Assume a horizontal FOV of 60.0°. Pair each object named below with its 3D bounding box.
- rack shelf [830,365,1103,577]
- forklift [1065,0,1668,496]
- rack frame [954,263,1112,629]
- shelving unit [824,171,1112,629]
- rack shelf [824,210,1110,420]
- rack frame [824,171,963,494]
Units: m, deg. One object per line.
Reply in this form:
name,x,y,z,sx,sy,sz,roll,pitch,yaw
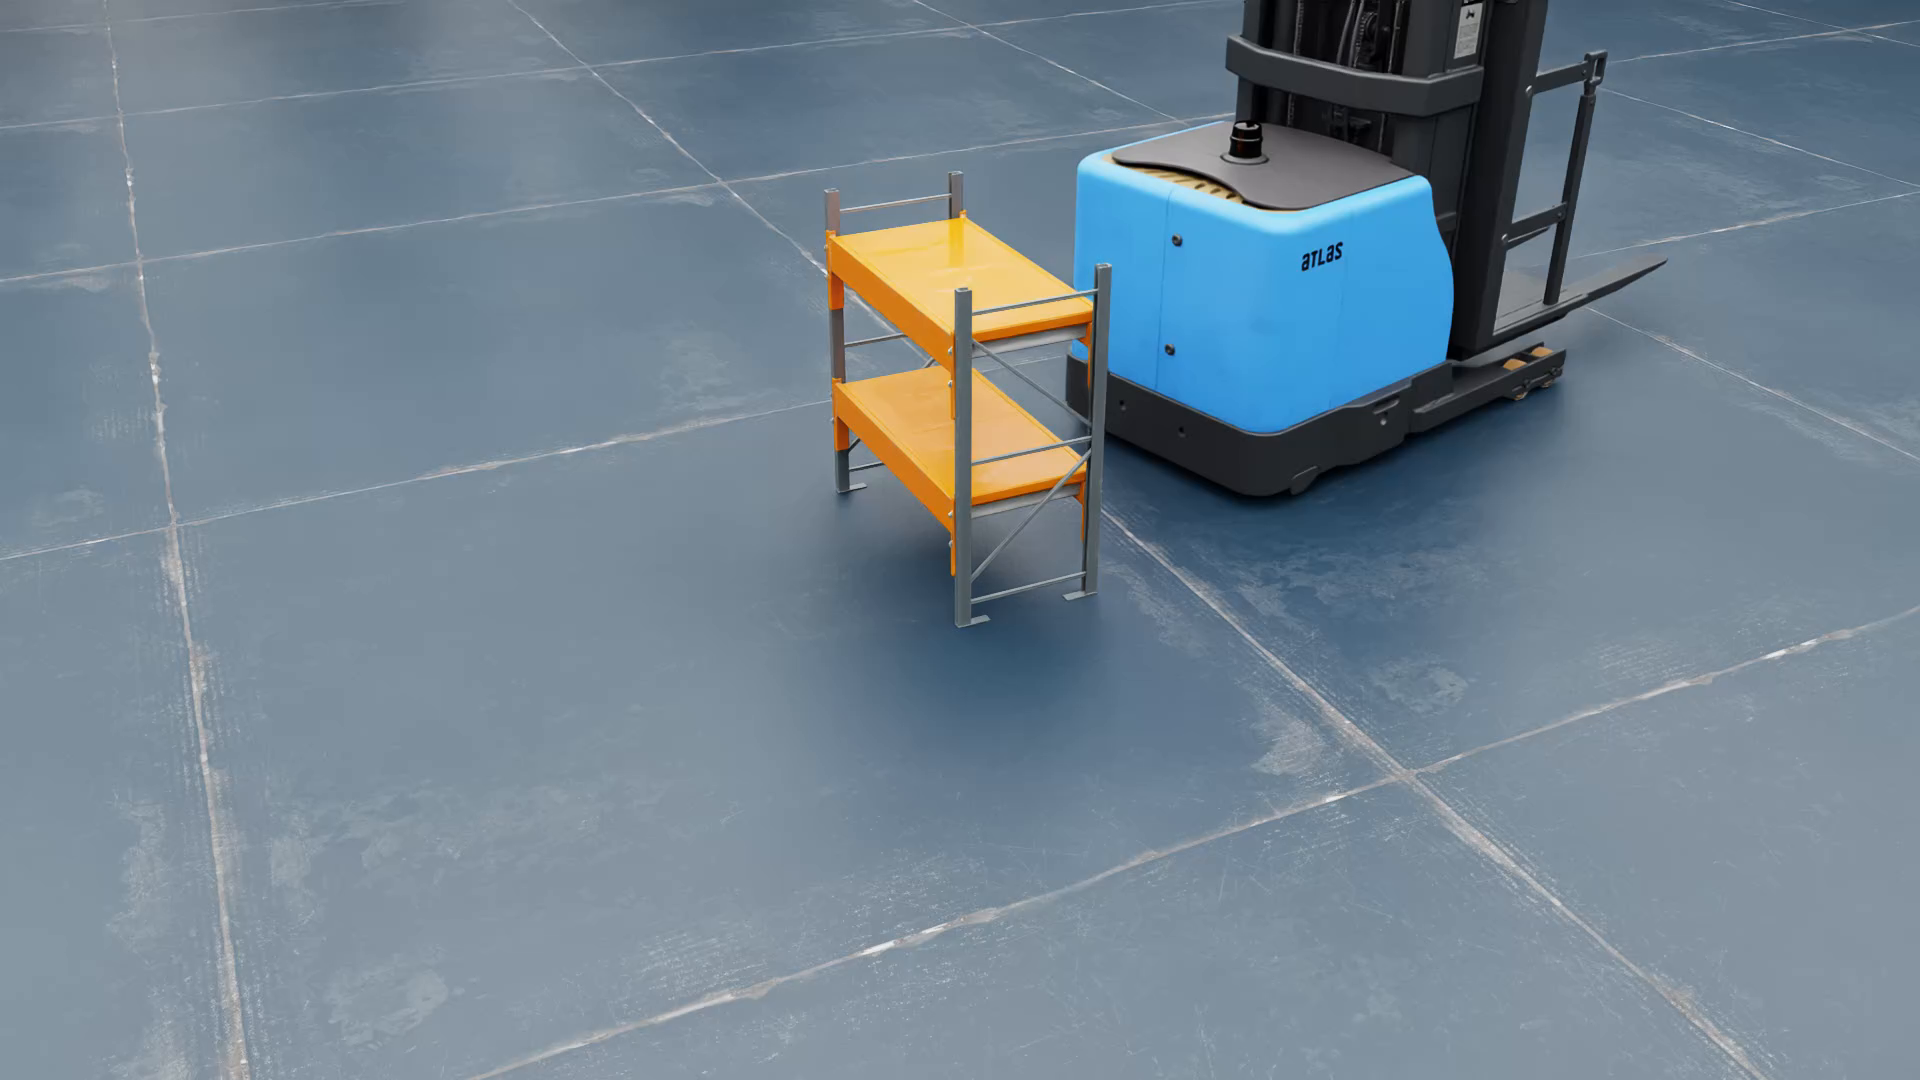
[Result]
rack shelf,-0.003,-0.280,5.600,0.538,0.278,1.000,-13,32,-22
forklift,1.865,-2.022,6.358,3.031,2.935,1.130,-22,36,-34
rack frame,0.215,-0.269,5.080,0.500,1.125,0.032,-13,32,-22
shelving unit,-0.003,-0.494,5.480,0.538,1.125,1.048,-13,32,-22
rack shelf,-0.003,-0.749,5.337,0.538,0.278,1.000,-13,32,-22
rack frame,-0.221,-0.718,5.881,0.500,1.125,0.032,-13,32,-22
